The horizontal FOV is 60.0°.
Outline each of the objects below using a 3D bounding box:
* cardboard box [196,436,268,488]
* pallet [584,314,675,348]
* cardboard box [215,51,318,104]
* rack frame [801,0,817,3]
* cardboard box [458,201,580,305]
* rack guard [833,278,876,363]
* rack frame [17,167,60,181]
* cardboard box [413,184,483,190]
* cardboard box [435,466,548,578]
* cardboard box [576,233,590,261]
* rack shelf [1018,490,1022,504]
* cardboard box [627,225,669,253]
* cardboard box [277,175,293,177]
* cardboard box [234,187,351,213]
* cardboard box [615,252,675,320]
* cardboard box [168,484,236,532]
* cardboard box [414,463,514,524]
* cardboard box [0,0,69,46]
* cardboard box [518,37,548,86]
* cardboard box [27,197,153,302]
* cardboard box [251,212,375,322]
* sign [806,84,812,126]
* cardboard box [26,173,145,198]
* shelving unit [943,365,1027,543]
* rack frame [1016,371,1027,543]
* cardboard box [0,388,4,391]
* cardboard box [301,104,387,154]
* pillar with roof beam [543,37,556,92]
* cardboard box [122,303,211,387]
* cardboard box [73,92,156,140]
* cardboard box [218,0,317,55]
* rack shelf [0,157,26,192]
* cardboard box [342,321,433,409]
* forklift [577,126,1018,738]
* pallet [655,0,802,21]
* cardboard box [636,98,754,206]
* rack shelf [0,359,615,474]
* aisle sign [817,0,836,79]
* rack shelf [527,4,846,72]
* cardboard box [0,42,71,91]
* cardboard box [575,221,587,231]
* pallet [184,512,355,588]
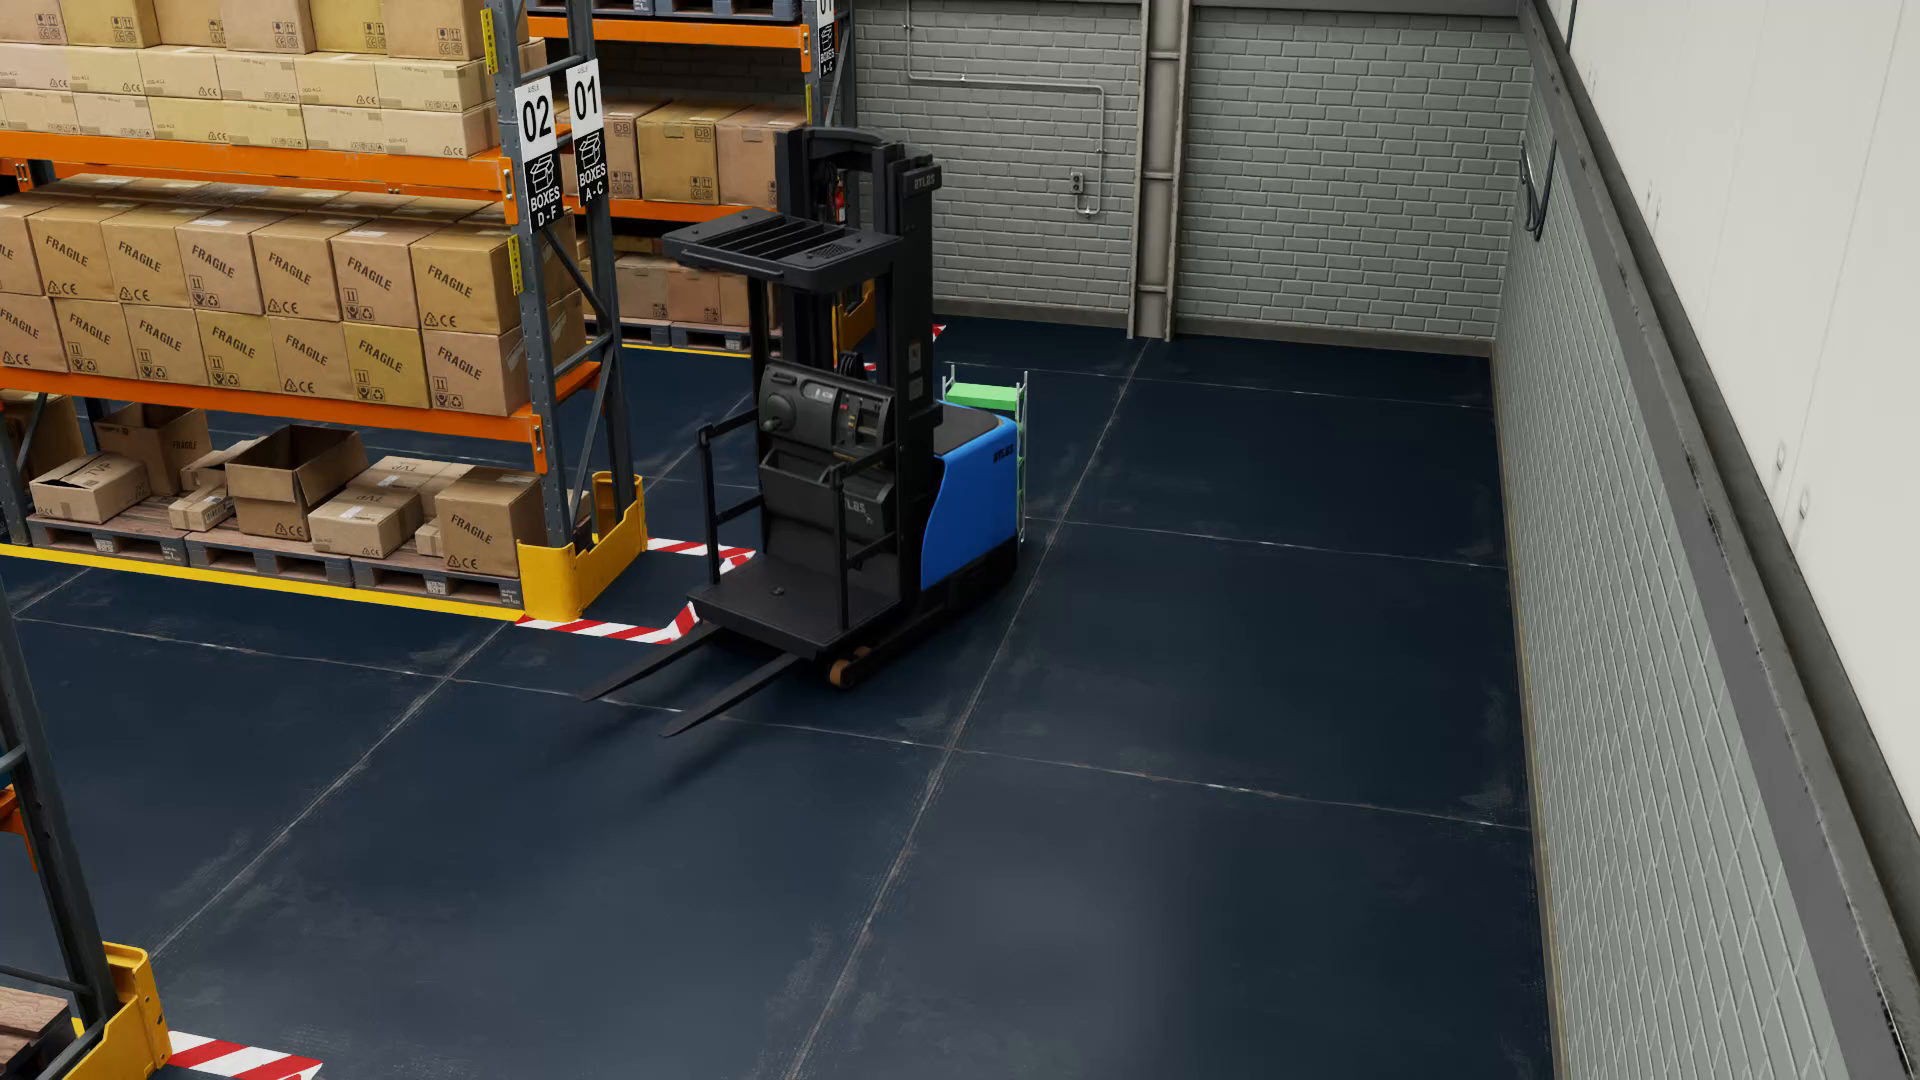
[{"bbox_3d":[-4.841,-0.484,11.393,0.500,0.311,0.500,6,26,13],"label":"cardboard box"},{"bbox_3d":[-3.057,-2.082,15.378,1.213,0.211,1.003,6,26,13],"label":"pallet"},{"bbox_3d":[-3.844,-2.664,9.459,0.500,0.250,0.500,6,26,13],"label":"cardboard box"},{"bbox_3d":[-1.085,-5.866,13.102,0.127,3.000,1.000,6,26,13],"label":"rack frame"},{"bbox_3d":[-2.680,-1.748,10.153,0.500,0.500,0.500,7,26,15],"label":"cardboard box"},{"bbox_3d":[-1.062,-2.026,14.923,0.348,0.500,1.175,6,26,13],"label":"rack guard"},{"bbox_3d":[-8.833,-4.013,16.190,0.127,3.000,1.000,6,26,13],"label":"rack frame"},{"bbox_3d":[-4.438,-3.656,15.090,0.700,0.700,0.980,7,26,14],"label":"cardboard box"},{"bbox_3d":[-2.904,-0.120,10.408,0.500,0.500,0.500,6,26,13],"label":"cardboard box"},{"bbox_3d":[-3.469,-2.648,14.987,0.250,0.149,0.380,6,26,12],"label":"cardboard box"},{"bbox_3d":[0.162,-0.250,11.087,0.480,0.148,0.258,7,26,13],"label":"rack shelf"},{"bbox_3d":[-2.846,-2.749,15.199,0.250,0.149,0.380,7,26,14],"label":"cardboard box"},{"bbox_3d":[-6.118,-3.467,15.311,0.250,0.149,0.380,6,26,13],"label":"cardboard box"},{"bbox_3d":[-4.163,-1.910,10.494,0.500,0.500,0.500,6,26,13],"label":"cardboard box"},{"bbox_3d":[-2.760,-2.358,15.133,0.500,0.500,0.700,5,26,11],"label":"cardboard box"},{"bbox_3d":[-4.997,-0.218,11.003,0.250,0.166,0.380,6,26,13],"label":"cardboard box"},{"bbox_3d":[-3.256,-0.281,11.038,0.500,0.250,0.500,6,26,13],"label":"cardboard box"},{"bbox_3d":[-5.260,-3.225,9.765,0.500,0.500,0.700,6,26,13],"label":"cardboard box"},{"bbox_3d":[-2.748,-2.770,9.682,0.500,0.250,0.500,6,26,13],"label":"cardboard box"},{"bbox_3d":[-5.303,-1.796,10.254,0.500,0.500,0.500,5,26,11],"label":"cardboard box"},{"bbox_3d":[-3.808,-1.631,9.907,0.500,0.500,0.500,7,26,14],"label":"cardboard box"},{"bbox_3d":[-1.234,-3.562,13.620,0.005,0.325,0.100,6,26,13],"label":"sign"},{"bbox_3d":[-5.635,-2.073,10.834,0.500,0.500,0.500,6,26,13],"label":"cardboard box"},{"bbox_3d":[0.162,-0.525,10.956,0.503,1.200,0.258,7,26,13],"label":"shelving unit"},{"bbox_3d":[0.397,-0.498,10.899,0.015,1.200,0.240,7,26,13],"label":"rack frame"},{"bbox_3d":[-7.117,-0.798,11.833,0.500,0.500,0.500,7,26,14],"label":"cardboard box"},{"bbox_3d":[-3.360,-2.384,9.453,0.500,0.250,0.500,6,26,13],"label":"cardboard box"},{"bbox_3d":[-5.138,-4.787,10.836,0.400,9.000,9.100,6,26,13],"label":"pillar with roof beam"},{"bbox_3d":[-4.783,-1.292,10.357,0.500,0.500,0.500,6,26,13],"label":"cardboard box"},{"bbox_3d":[-4.813,-2.545,9.790,0.500,0.250,0.500,6,26,13],"label":"cardboard box"},{"bbox_3d":[-3.791,-3.091,9.484,0.500,0.500,0.700,6,26,13],"label":"cardboard box"},{"bbox_3d":[-10.770,-3.903,16.795,4.000,0.370,1.077,6,26,13],"label":"rack shelf"},{"bbox_3d":[-3.320,-1.128,10.014,0.500,0.500,0.500,7,26,13],"label":"cardboard box"},{"bbox_3d":[-0.901,-0.713,9.337,1.130,2.935,3.031,17,30,32],"label":"forklift"},{"bbox_3d":[-1.807,-4.546,13.923,1.213,0.211,1.003,6,26,13],"label":"pallet"},{"bbox_3d":[-2.289,-3.416,14.587,0.700,0.700,0.980,6,26,13],"label":"cardboard box"},{"bbox_3d":[-4.253,-0.983,10.663,4.000,0.370,1.077,6,26,13],"label":"rack shelf"},{"bbox_3d":[-1.090,-4.198,13.554,0.004,0.787,0.394,6,26,13],"label":"aisle sign"},{"bbox_3d":[-3.022,-4.401,14.351,4.000,0.370,1.077,6,26,13],"label":"rack shelf"},{"bbox_3d":[-5.296,-2.827,9.801,0.500,0.250,0.500,6,26,13],"label":"cardboard box"},{"bbox_3d":[-3.585,-2.831,15.371,0.250,0.149,0.380,5,26,11],"label":"cardboard box"},{"bbox_3d":[-4.339,-0.060,11.130,1.213,0.211,1.003,6,26,13],"label":"pallet"}]
